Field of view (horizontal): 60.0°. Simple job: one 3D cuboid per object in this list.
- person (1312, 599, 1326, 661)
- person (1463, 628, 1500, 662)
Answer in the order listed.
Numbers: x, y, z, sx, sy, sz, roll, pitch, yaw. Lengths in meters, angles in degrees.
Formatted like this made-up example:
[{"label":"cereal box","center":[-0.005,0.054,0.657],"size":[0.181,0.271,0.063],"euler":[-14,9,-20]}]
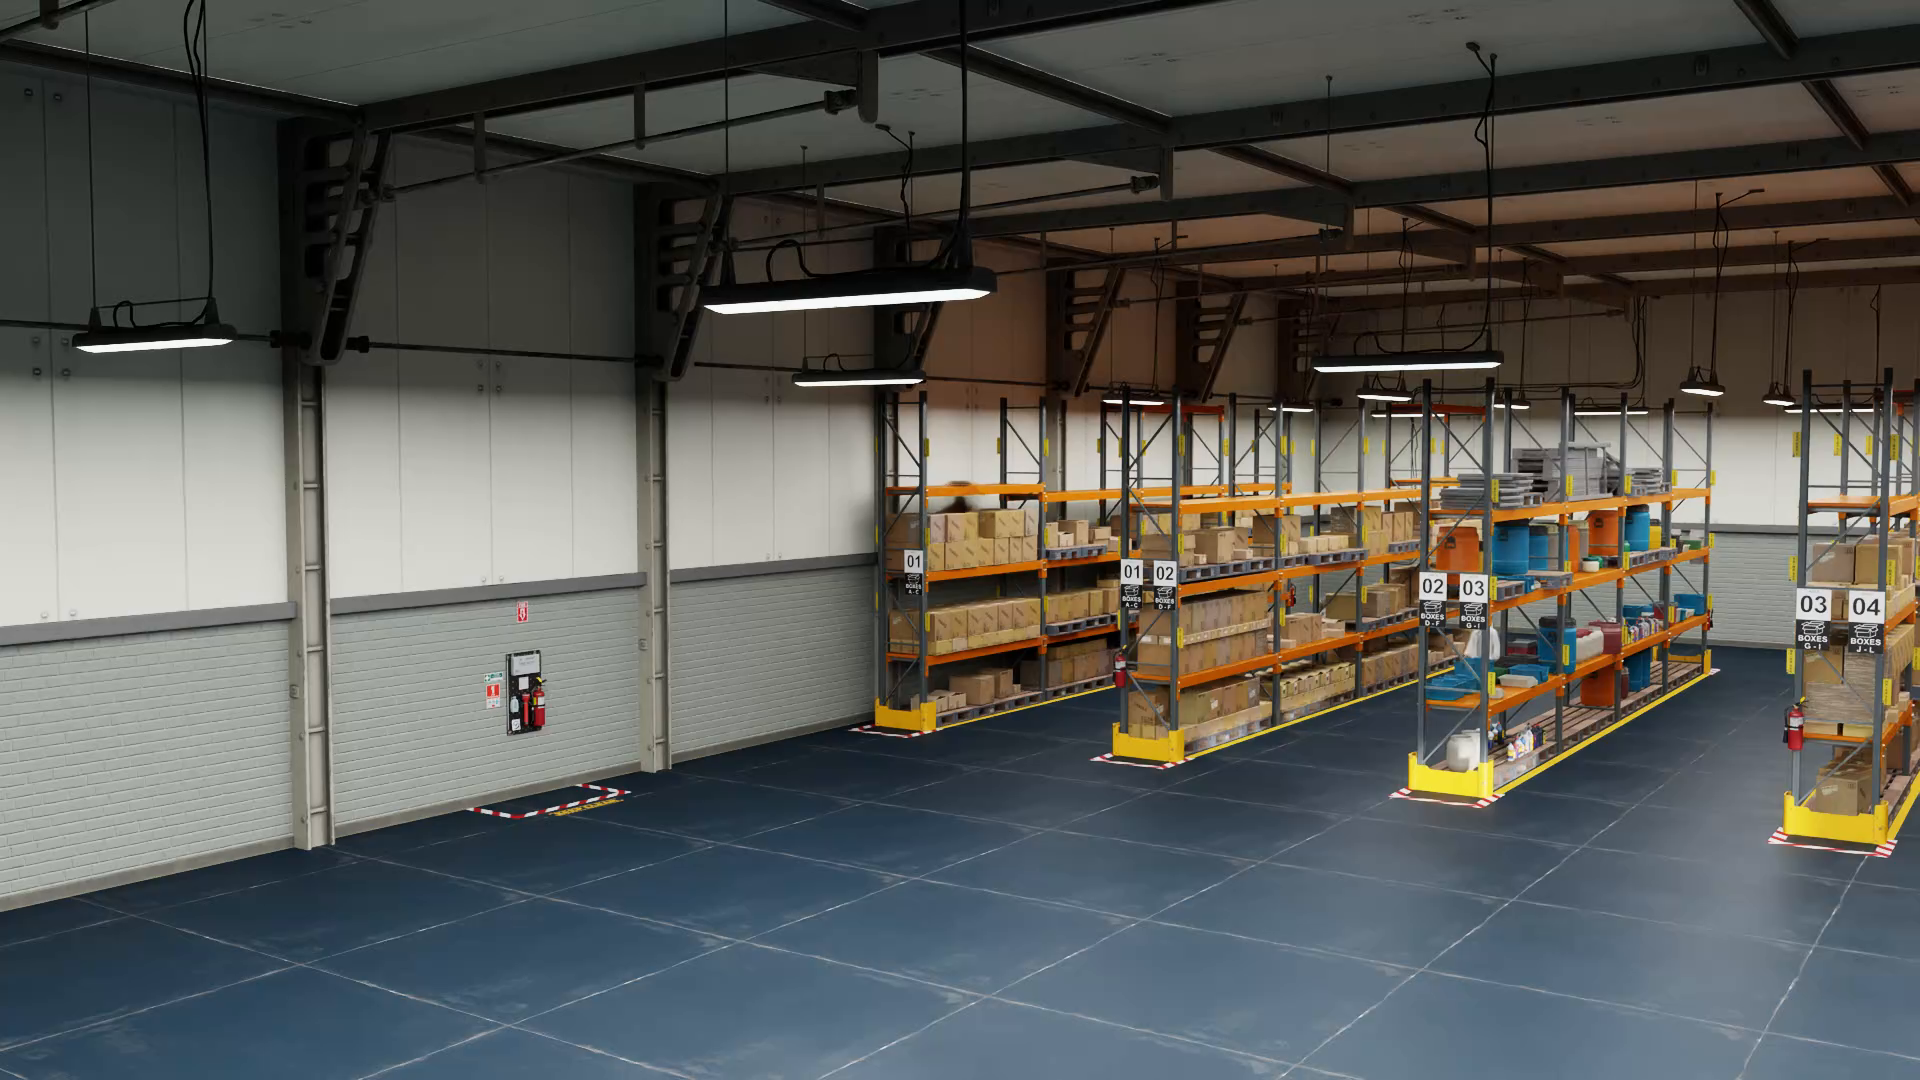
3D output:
[{"label":"person","center":[8.005,2.114,37.146],"size":[0.486,1.644,0.935],"euler":[3,4,39]},{"label":"person","center":[10.163,2.313,32.454],"size":[0.675,1.727,1.048],"euler":[2,4,32]}]
